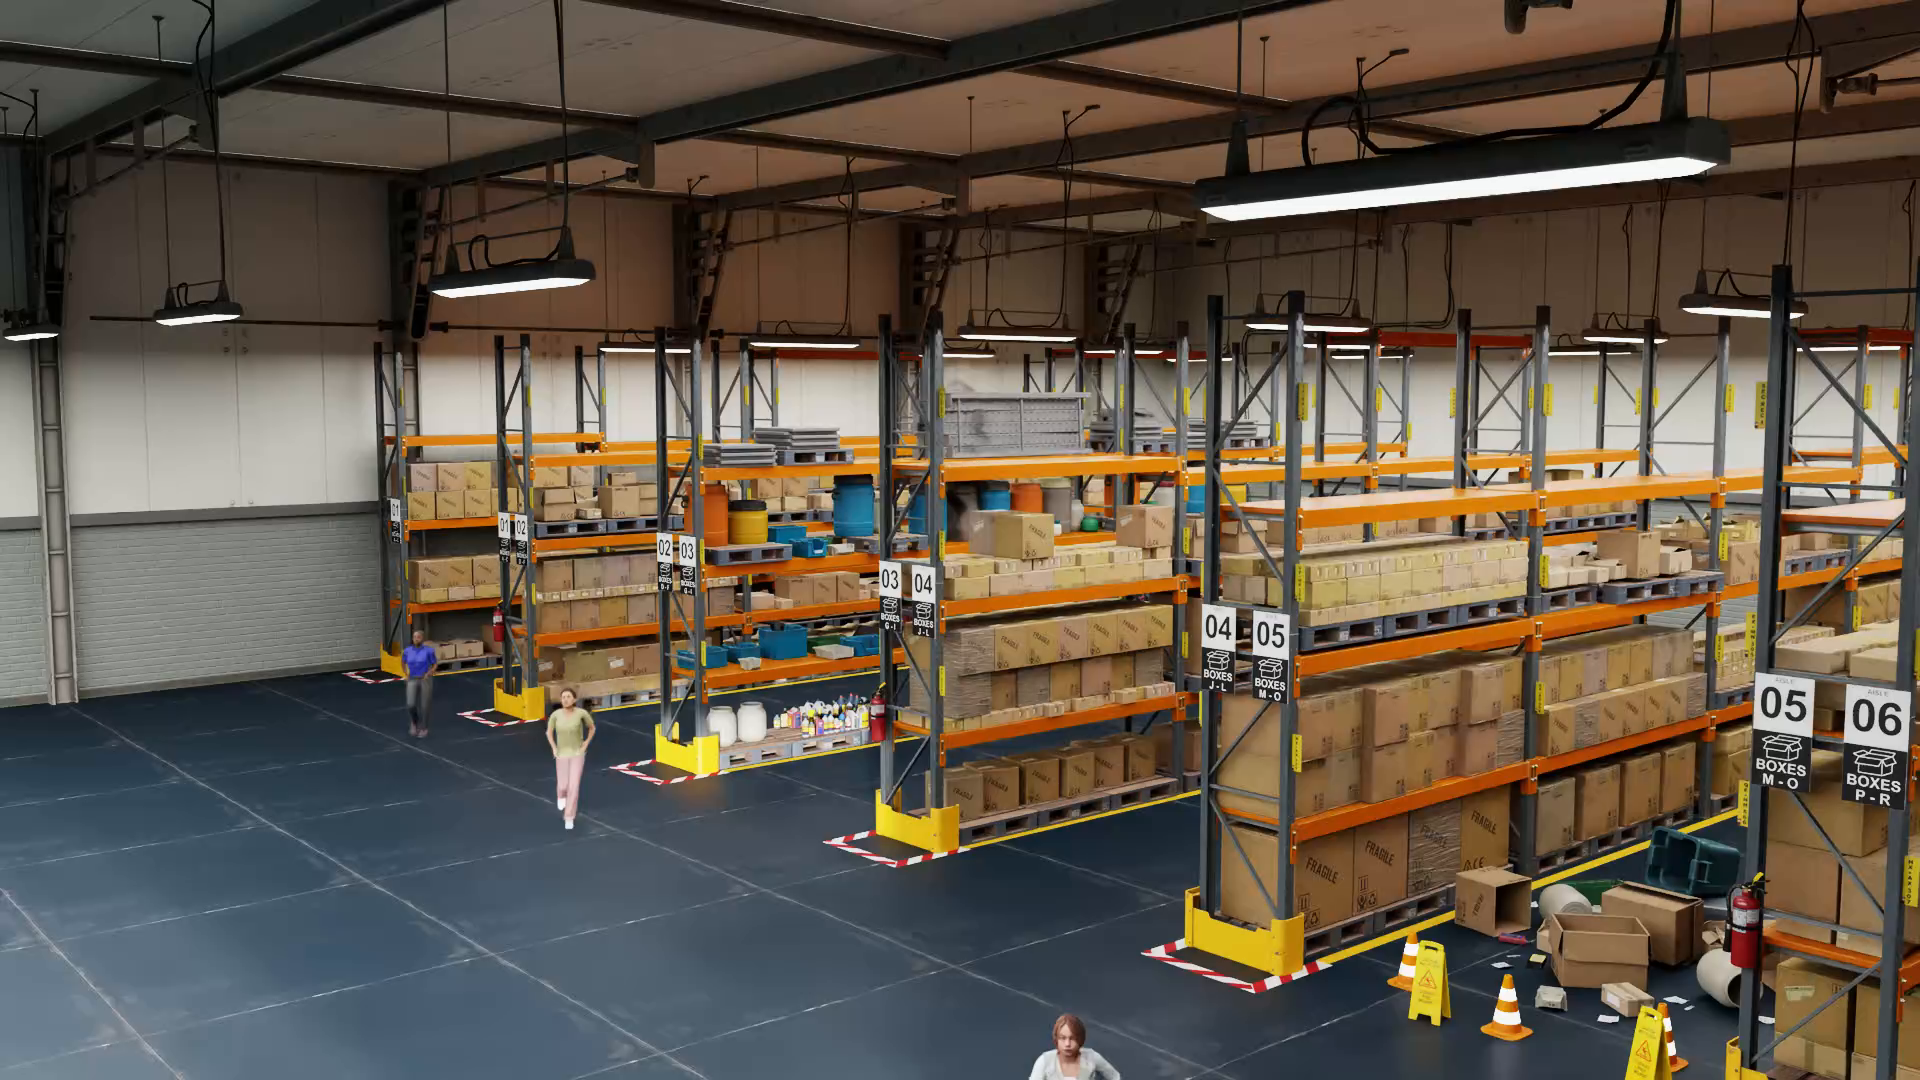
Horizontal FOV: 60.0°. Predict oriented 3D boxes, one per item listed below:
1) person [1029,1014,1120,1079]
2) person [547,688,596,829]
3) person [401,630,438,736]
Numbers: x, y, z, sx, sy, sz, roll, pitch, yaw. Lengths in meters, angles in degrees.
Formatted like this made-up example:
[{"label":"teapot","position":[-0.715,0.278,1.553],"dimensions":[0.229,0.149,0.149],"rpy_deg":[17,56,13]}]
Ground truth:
[{"label":"person","position":[0.639,3.517,9.541],"dimensions":[0.560,1.656,0.692],"rpy_deg":[1,5,6]},{"label":"person","position":[-4.621,2.561,19.801],"dimensions":[0.580,1.646,0.647],"rpy_deg":[-1,5,-8]},{"label":"person","position":[-7.995,2.133,24.566],"dimensions":[0.540,1.604,0.637],"rpy_deg":[-1,5,-10]}]
